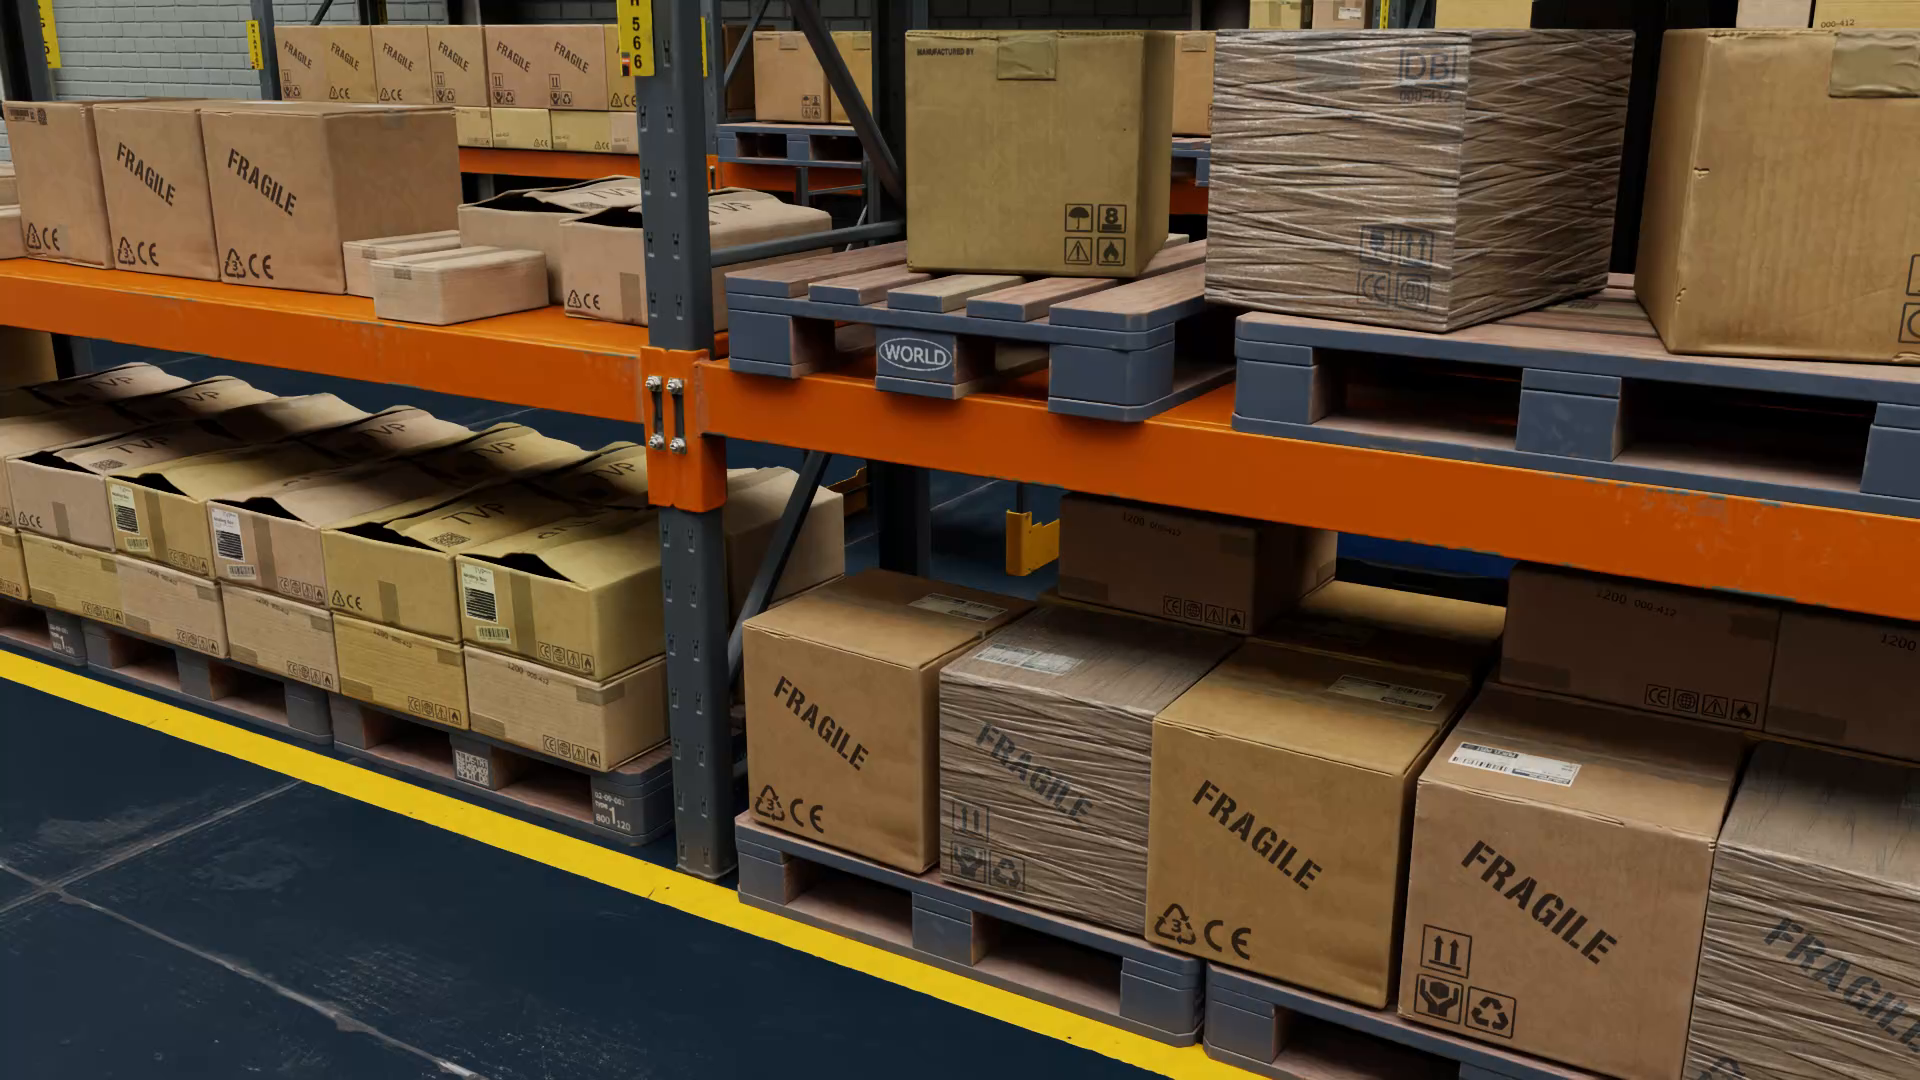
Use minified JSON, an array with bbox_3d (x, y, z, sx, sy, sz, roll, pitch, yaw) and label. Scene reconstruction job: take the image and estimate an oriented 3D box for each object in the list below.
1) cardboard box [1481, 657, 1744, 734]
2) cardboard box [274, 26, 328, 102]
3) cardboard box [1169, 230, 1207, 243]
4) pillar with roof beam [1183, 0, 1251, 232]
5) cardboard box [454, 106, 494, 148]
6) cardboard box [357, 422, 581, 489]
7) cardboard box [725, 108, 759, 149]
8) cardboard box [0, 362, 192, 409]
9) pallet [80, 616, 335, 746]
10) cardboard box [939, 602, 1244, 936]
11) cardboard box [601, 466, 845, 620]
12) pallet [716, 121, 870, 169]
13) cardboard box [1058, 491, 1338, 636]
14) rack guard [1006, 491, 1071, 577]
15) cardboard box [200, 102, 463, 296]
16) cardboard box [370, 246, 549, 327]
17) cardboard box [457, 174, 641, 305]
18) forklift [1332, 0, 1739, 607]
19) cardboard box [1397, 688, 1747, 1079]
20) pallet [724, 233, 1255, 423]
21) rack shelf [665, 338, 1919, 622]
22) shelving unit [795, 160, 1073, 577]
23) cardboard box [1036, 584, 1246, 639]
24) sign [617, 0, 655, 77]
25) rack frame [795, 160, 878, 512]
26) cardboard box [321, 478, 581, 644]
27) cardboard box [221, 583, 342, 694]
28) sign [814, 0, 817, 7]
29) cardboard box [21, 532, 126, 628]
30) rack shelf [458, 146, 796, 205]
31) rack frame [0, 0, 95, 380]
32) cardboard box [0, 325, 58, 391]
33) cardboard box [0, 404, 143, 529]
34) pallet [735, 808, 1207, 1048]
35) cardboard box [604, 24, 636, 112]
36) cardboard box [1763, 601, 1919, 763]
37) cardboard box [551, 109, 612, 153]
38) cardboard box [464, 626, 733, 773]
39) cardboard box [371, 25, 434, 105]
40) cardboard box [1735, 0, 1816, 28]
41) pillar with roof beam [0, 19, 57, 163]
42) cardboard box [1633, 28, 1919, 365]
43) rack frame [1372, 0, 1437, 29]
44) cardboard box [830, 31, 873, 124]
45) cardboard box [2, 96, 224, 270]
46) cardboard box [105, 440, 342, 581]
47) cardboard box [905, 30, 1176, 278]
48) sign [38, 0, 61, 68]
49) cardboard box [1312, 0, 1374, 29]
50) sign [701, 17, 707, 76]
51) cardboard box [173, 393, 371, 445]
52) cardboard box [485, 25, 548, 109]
[{"bbox_3d":[1.417,0.505,3.600,0.500,0.500,0.500,9,19,28],"label":"cardboard box"},{"bbox_3d":[-4.372,-3.315,11.567,0.500,0.500,0.500,10,20,30],"label":"cardboard box"},{"bbox_3d":[1.102,-1.521,8.980,0.500,0.250,0.500,11,20,31],"label":"cardboard box"},{"bbox_3d":[-0.712,-4.165,5.110,0.400,9.000,9.100,10,20,30],"label":"pillar with roof beam"},{"bbox_3d":[-3.061,-2.719,10.894,0.500,0.250,0.500,10,20,31],"label":"cardboard box"},{"bbox_3d":[-1.572,-0.183,5.367,0.500,0.311,0.500,10,19,29],"label":"cardboard box"},{"bbox_3d":[-1.501,-2.620,10.568,0.500,0.250,0.500,10,20,31],"label":"cardboard box"},{"bbox_3d":[-3.307,-0.493,6.386,0.500,0.311,0.500,10,20,30],"label":"cardboard box"},{"bbox_3d":[-2.110,0.292,5.556,1.213,0.211,1.003,10,20,30],"label":"pallet"},{"bbox_3d":[0.294,0.483,3.676,0.500,0.500,0.500,9,19,28],"label":"cardboard box"},{"bbox_3d":[-0.686,-0.027,4.854,0.500,0.311,0.500,11,20,32],"label":"cardboard box"},{"bbox_3d":[-0.638,-2.313,9.665,1.213,0.211,1.003,10,20,30],"label":"pallet"},{"bbox_3d":[0.576,-0.003,3.983,0.500,0.250,0.500,11,20,32],"label":"cardboard box"},{"bbox_3d":[0.359,-0.055,6.634,0.087,0.250,0.587,10,20,30],"label":"rack guard"},{"bbox_3d":[-1.832,-1.020,4.907,0.500,0.500,0.500,9,19,27],"label":"cardboard box"},{"bbox_3d":[-1.305,-0.669,4.356,0.250,0.149,0.380,10,20,30],"label":"cardboard box"},{"bbox_3d":[-1.054,-0.863,4.713,0.500,0.311,0.500,10,19,29],"label":"cardboard box"},{"bbox_3d":[2.540,-1.028,5.223,3.031,2.935,1.130,9,19,27],"label":"forklift"},{"bbox_3d":[1.166,0.638,3.163,0.500,0.500,0.500,9,19,28],"label":"cardboard box"},{"bbox_3d":[0.221,-0.544,3.840,1.003,0.211,1.213,10,20,30],"label":"pallet"},{"bbox_3d":[1.311,-0.073,3.198,4.000,0.370,1.077,10,20,30],"label":"rack shelf"},{"bbox_3d":[-0.065,-0.729,6.701,1.083,1.500,0.587,10,20,30],"label":"shelving unit"},{"bbox_3d":[0.526,0.348,4.117,0.500,0.500,0.500,11,20,32],"label":"cardboard box"},{"bbox_3d":[-0.681,-1.137,3.472,0.005,0.325,0.100,10,20,30],"label":"sign"},{"bbox_3d":[-0.506,-0.808,6.961,0.032,1.500,0.500,10,20,30],"label":"rack frame"},{"bbox_3d":[-1.415,0.029,4.668,0.500,0.311,0.500,10,19,29],"label":"cardboard box"},{"bbox_3d":[-1.838,0.219,5.007,0.500,0.250,0.500,11,20,31],"label":"cardboard box"},{"bbox_3d":[-0.925,-3.249,10.425,0.005,0.325,0.100,10,20,30],"label":"sign"},{"bbox_3d":[-2.710,0.064,5.518,0.500,0.250,0.500,9,19,28],"label":"cardboard box"},{"bbox_3d":[-2.917,-2.517,11.245,4.000,0.370,1.077,10,20,30],"label":"rack shelf"},{"bbox_3d":[-3.802,-1.330,6.098,0.127,3.000,1.000,10,20,30],"label":"rack frame"},{"bbox_3d":[-4.033,-0.722,6.815,0.500,0.500,0.500,10,20,30],"label":"cardboard box"},{"bbox_3d":[-3.157,-0.281,5.690,0.500,0.311,0.500,10,19,29],"label":"cardboard box"},{"bbox_3d":[0.223,0.736,4.095,1.213,0.211,1.003,10,20,30],"label":"pallet"},{"bbox_3d":[-1.778,-2.849,10.033,0.500,0.500,0.500,10,20,30],"label":"cardboard box"},{"bbox_3d":[1.878,0.228,3.224,0.500,0.250,0.500,10,20,30],"label":"cardboard box"},{"bbox_3d":[-2.195,-2.570,10.404,0.500,0.250,0.500,10,20,30],"label":"cardboard box"},{"bbox_3d":[-0.970,0.374,4.498,0.500,0.250,0.500,11,20,31],"label":"cardboard box"},{"bbox_3d":[-3.519,-3.157,11.048,0.500,0.500,0.500,9,19,28],"label":"cardboard box"},{"bbox_3d":[3.334,-2.218,7.013,0.500,0.250,0.500,10,20,30],"label":"cardboard box"},{"bbox_3d":[-10.938,-5.990,11.119,0.400,9.000,9.100,10,20,30],"label":"pillar with roof beam"},{"bbox_3d":[1.477,-0.615,2.851,0.500,0.500,0.700,5,18,16],"label":"cardboard box"},{"bbox_3d":[2.196,-1.949,8.136,0.127,3.000,1.000,10,20,30],"label":"rack frame"},{"bbox_3d":[-0.325,-2.643,9.492,0.500,0.500,0.700,13,21,36],"label":"cardboard box"},{"bbox_3d":[-2.707,-1.177,5.422,0.500,0.500,0.500,12,21,34],"label":"cardboard box"},{"bbox_3d":[-2.270,-0.125,5.176,0.500,0.311,0.500,11,20,32],"label":"cardboard box"},{"bbox_3d":[0.202,-0.902,3.796,0.500,0.500,0.700,4,17,12],"label":"cardboard box"},{"bbox_3d":[-3.526,-1.982,6.388,0.005,0.325,0.100,10,20,30],"label":"sign"},{"bbox_3d":[1.886,-2.562,8.111,0.250,0.149,0.380,7,18,23],"label":"cardboard box"},{"bbox_3d":[-1.490,-2.836,9.566,0.005,0.325,0.100,10,20,30],"label":"sign"},{"bbox_3d":[-2.436,-0.339,5.879,0.500,0.311,0.500,10,20,30],"label":"cardboard box"},{"bbox_3d":[-2.629,-3.003,10.539,0.500,0.500,0.500,9,19,28],"label":"cardboard box"}]
